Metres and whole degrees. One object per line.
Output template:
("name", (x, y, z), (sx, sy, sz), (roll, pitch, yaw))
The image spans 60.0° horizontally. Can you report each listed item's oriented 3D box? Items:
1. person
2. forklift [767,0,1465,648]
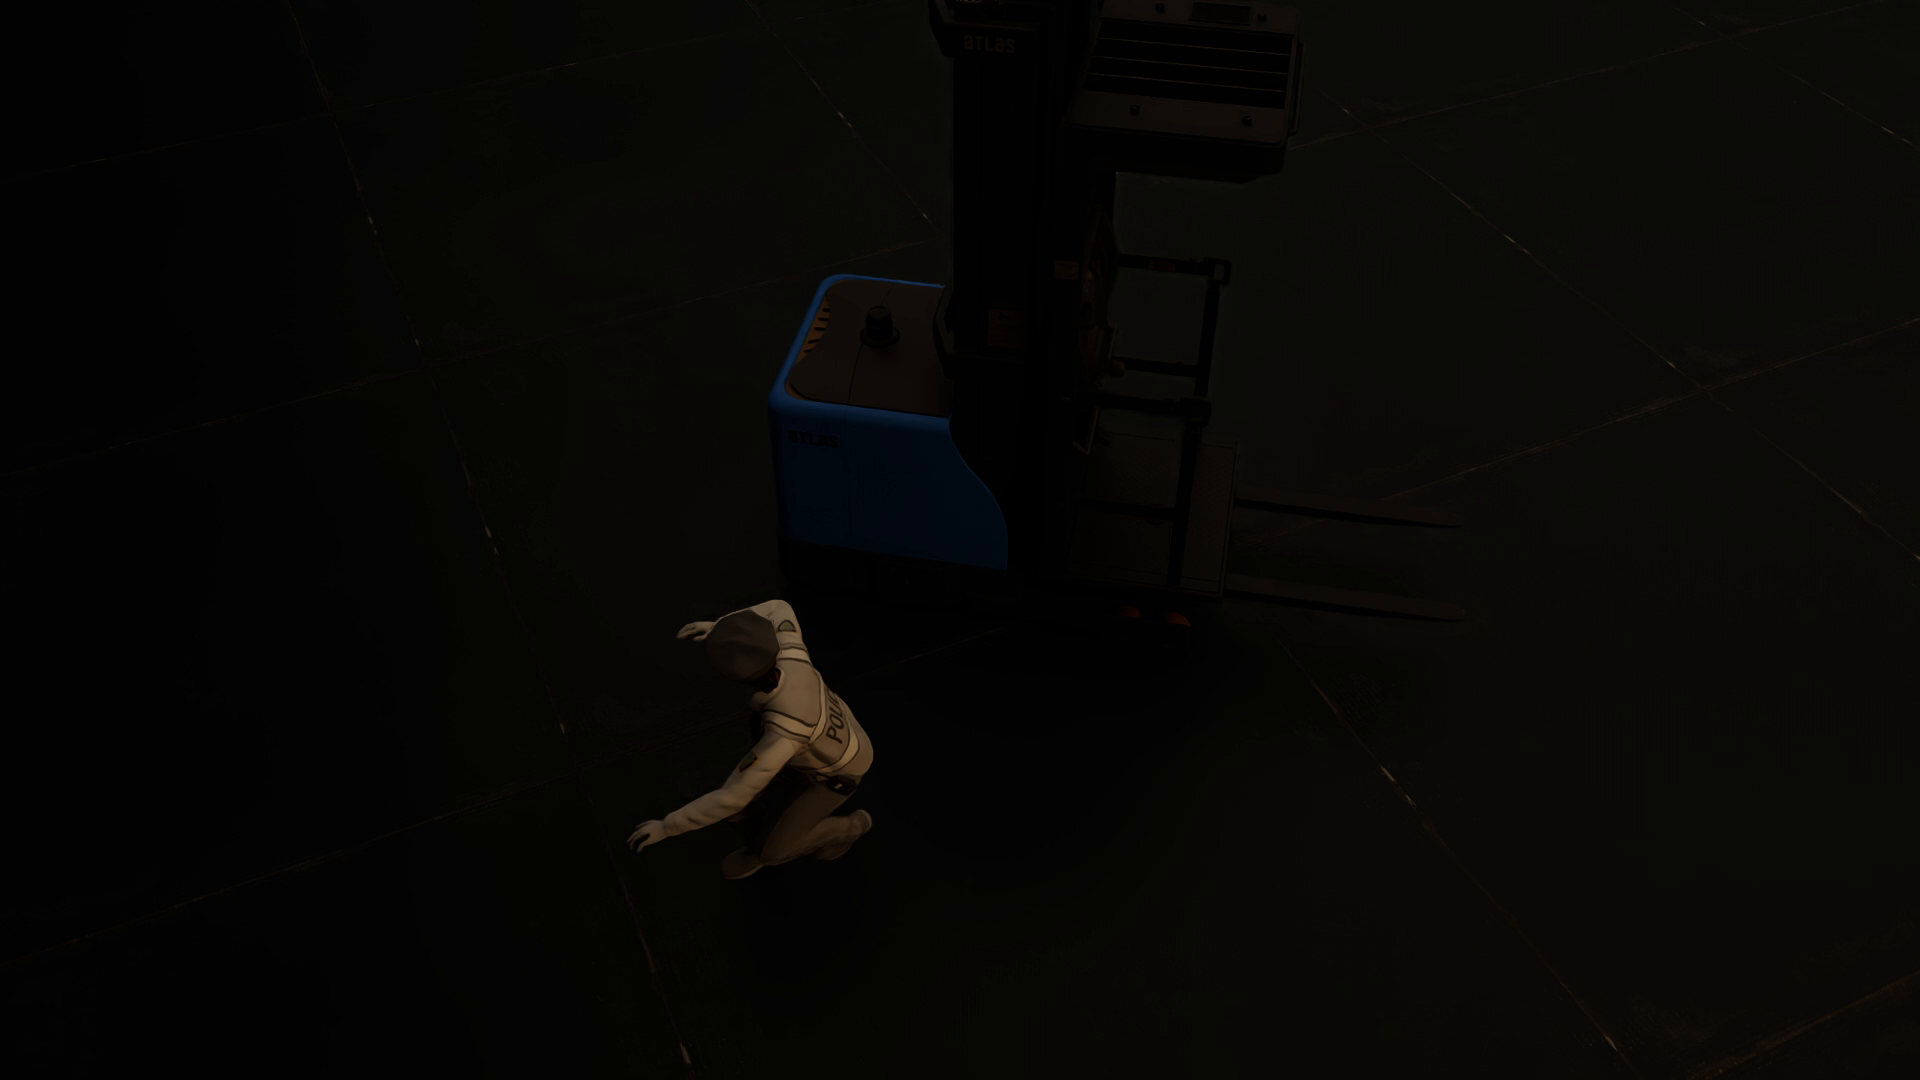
("person", (-0.793, 0.801, 5.957), (0.945, 1.401, 0.708), (-18, 46, -18))
("forklift", (0.748, -0.992, 6.743), (3.031, 2.935, 1.130), (8, 44, 8))
